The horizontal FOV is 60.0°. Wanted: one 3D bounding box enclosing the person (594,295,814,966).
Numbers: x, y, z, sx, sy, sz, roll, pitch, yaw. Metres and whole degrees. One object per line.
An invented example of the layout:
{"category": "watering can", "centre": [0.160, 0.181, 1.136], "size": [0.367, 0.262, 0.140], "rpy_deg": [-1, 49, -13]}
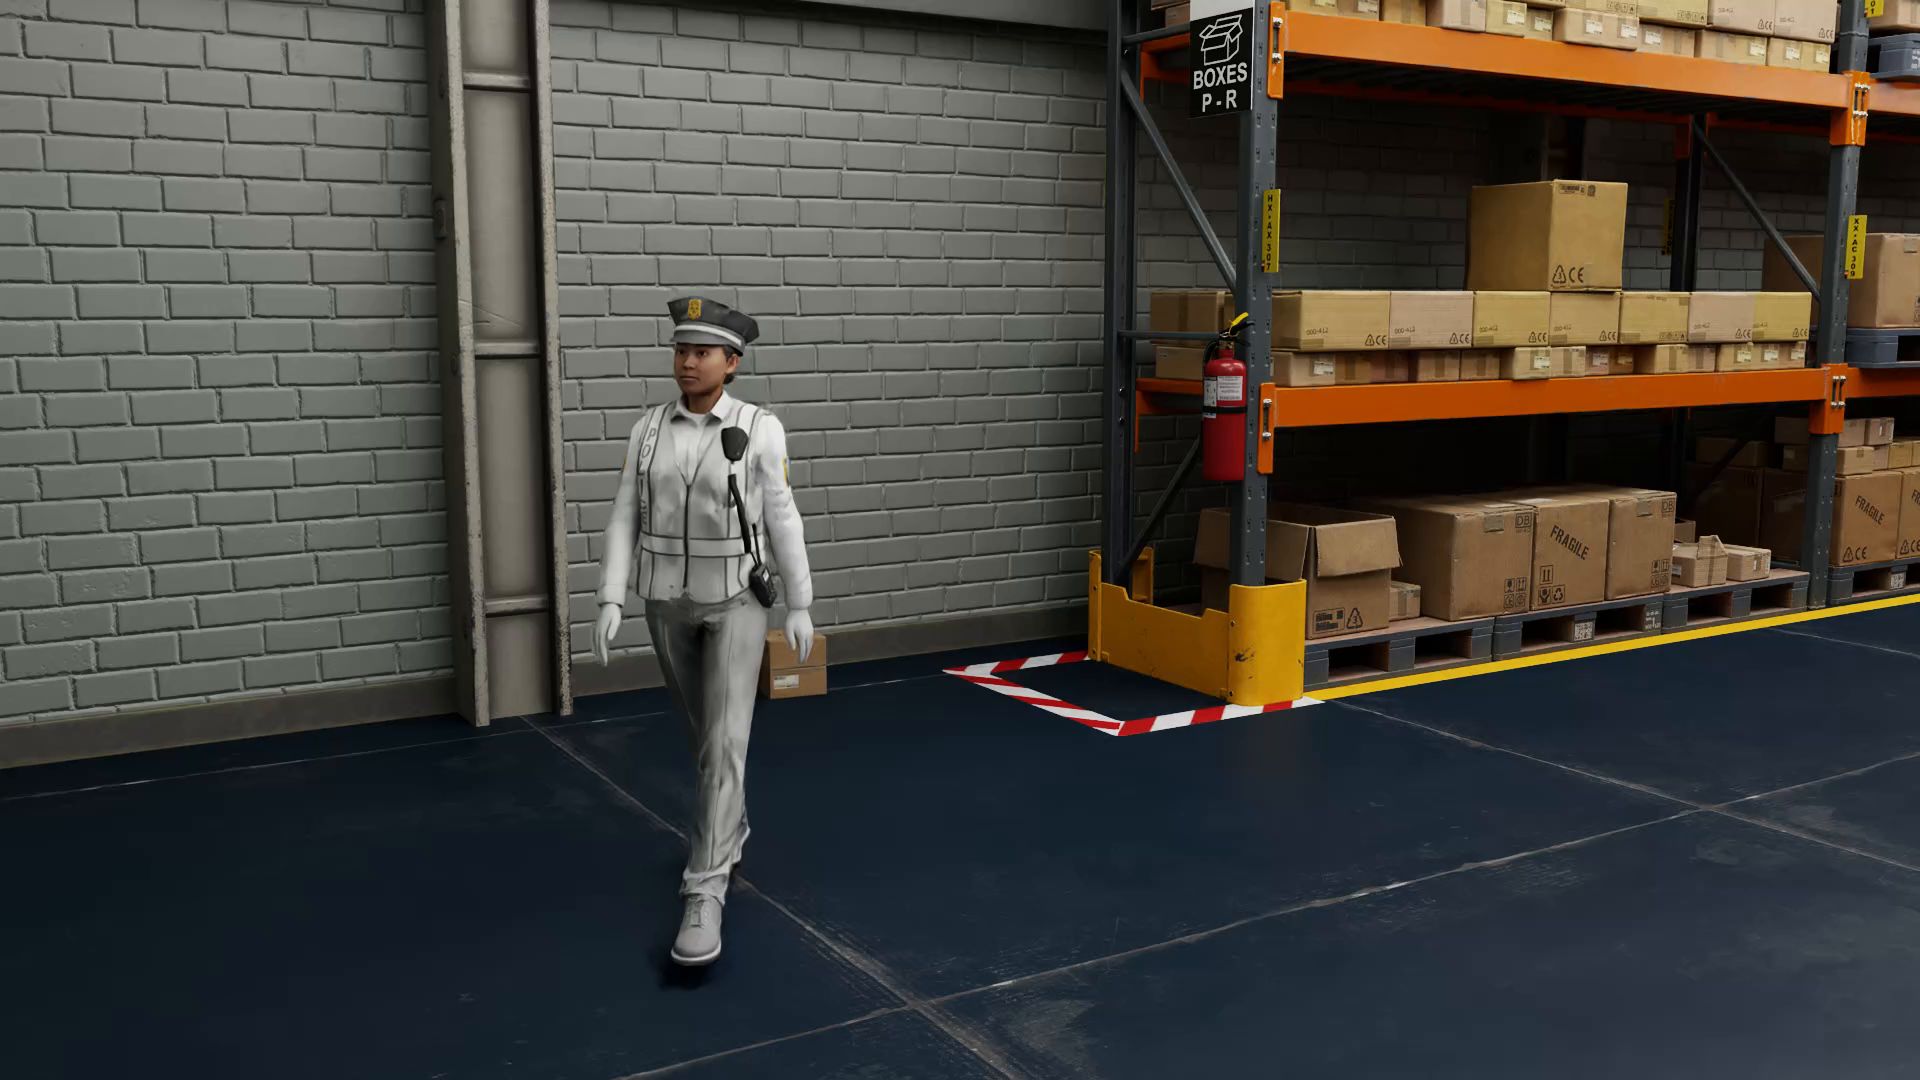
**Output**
{"category": "person", "centre": [-0.713, 0.173, 4.437], "size": [0.521, 1.636, 0.973], "rpy_deg": [2, 8, 14]}
